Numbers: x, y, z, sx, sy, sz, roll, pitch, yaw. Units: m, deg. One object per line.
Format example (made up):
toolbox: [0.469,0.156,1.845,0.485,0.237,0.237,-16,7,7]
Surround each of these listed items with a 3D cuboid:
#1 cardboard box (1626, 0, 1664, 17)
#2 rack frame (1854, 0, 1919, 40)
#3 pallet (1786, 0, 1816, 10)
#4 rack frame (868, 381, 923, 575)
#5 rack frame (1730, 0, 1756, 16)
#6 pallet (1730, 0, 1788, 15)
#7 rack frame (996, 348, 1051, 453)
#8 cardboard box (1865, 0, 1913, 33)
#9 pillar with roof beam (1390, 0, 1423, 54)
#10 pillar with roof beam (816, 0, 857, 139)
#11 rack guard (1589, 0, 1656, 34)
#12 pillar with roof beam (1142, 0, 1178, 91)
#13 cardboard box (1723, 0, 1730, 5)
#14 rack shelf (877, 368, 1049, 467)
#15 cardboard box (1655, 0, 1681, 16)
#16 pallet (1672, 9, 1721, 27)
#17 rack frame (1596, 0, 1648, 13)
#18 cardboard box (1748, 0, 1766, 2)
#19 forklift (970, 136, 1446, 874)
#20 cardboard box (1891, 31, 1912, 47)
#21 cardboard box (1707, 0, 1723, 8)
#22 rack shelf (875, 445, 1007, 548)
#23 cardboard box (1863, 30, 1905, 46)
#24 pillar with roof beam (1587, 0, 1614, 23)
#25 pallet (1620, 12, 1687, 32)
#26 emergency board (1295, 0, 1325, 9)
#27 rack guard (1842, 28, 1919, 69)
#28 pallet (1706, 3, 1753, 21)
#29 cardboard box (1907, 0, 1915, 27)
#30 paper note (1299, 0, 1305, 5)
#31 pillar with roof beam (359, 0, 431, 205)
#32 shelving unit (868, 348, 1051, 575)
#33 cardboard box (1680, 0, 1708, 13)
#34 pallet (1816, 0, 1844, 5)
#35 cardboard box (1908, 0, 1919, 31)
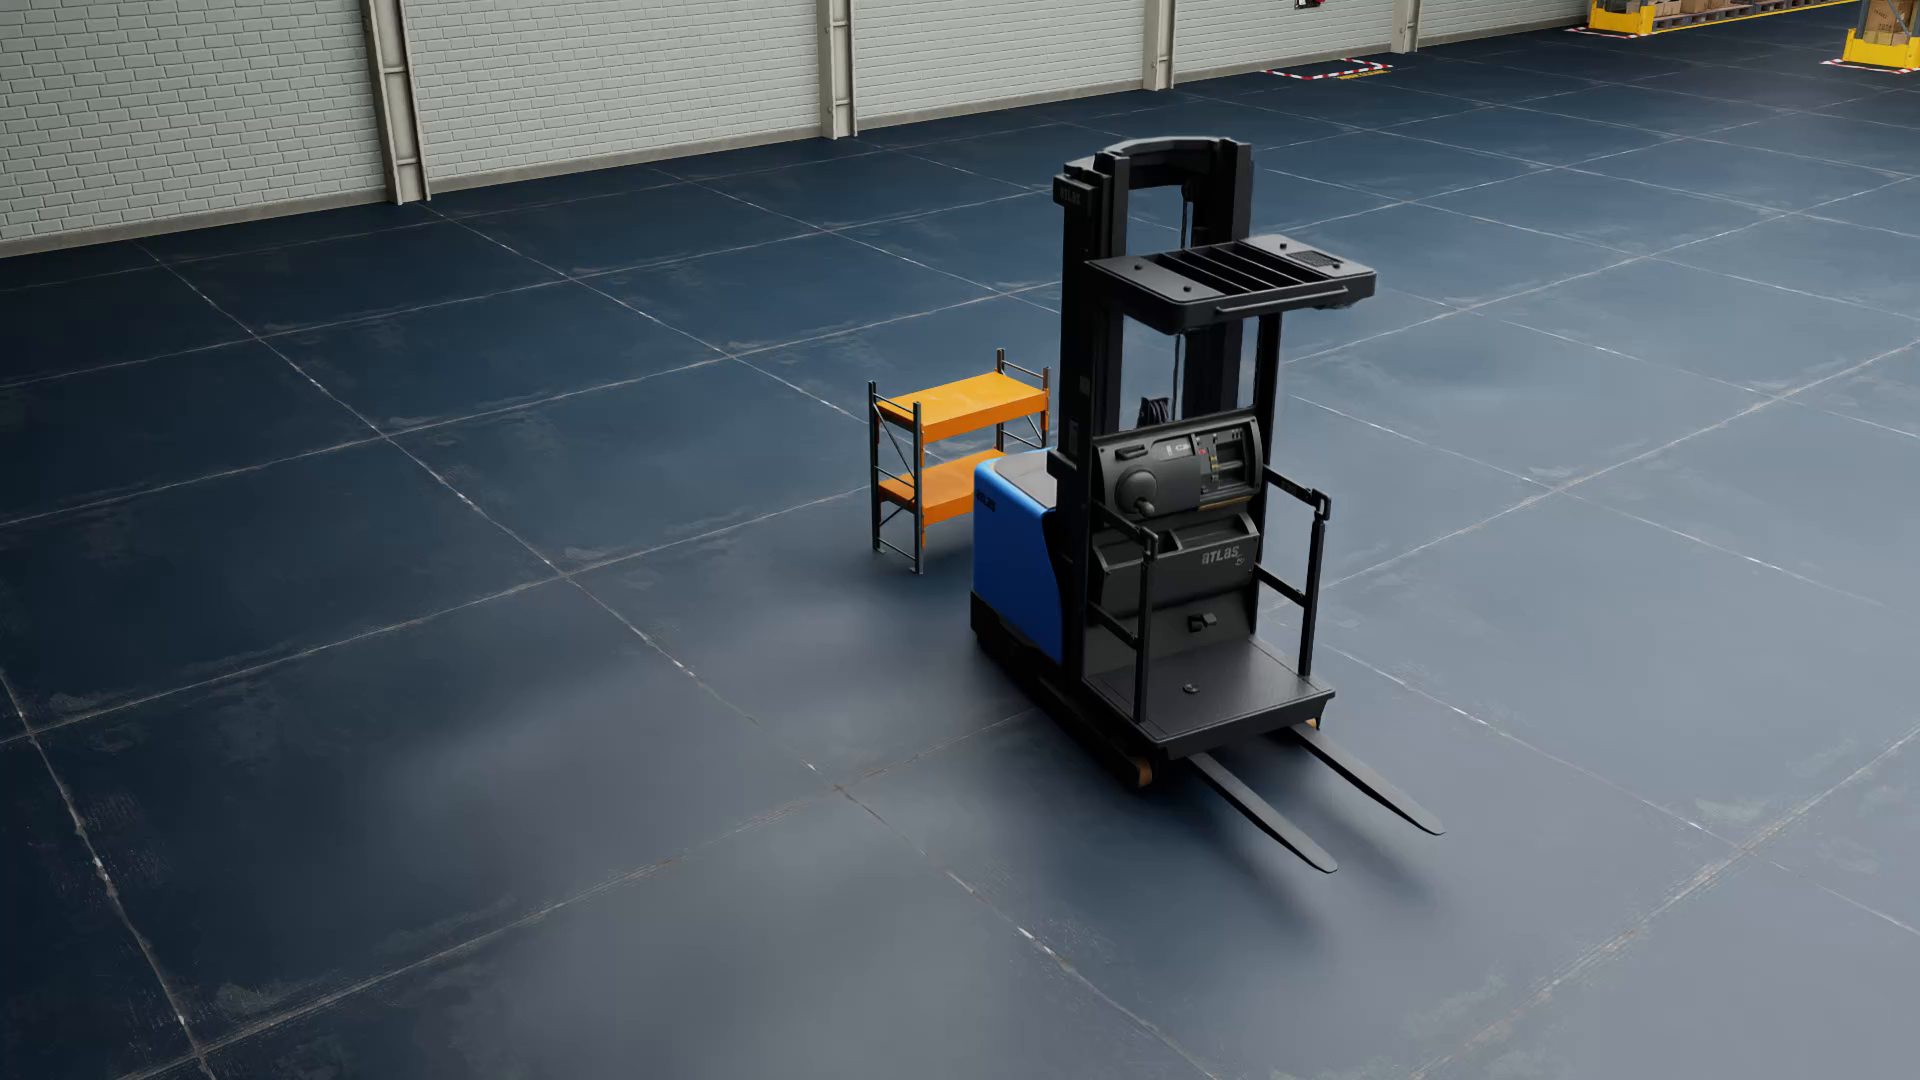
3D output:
cardboard box: [13.107,-10.188,31.810,0.500,0.311,0.500,-23,33,-40]
rack frame: [15.567,-9.418,27.480,0.127,3.000,1.000,-18,31,-34]
pallet: [17.227,-11.354,34.963,1.213,0.211,1.003,-18,31,-34]
rack frame: [-0.395,-0.380,10.232,0.032,1.125,0.500,-18,31,-34]
rack frame: [15.655,-12.097,33.252,0.127,3.000,1.000,-18,31,-34]
pallet: [16.267,-11.035,34.276,1.213,0.211,1.003,-18,31,-34]
rack frame: [0.405,-0.644,10.802,0.032,1.125,0.500,-18,31,-34]
cardboard box: [15.805,-8.939,28.325,0.500,0.500,0.500,-18,31,-34]
pillar with roof beam: [10.459,-11.263,24.329,0.400,9.000,9.100,-18,31,-34]
pillar with roof beam: [1.016,-8.146,17.612,0.400,9.000,9.100,-18,31,-34]
rack guard: [12.567,-9.944,31.582,0.348,0.500,1.175,-18,31,-34]
pillar with roof beam: [5.738,-9.704,20.970,0.400,9.000,9.100,-18,31,-34]
cardboard box: [15.252,-10.862,33.435,0.380,0.166,0.250,22,33,39]
rack shelf: [0.005,-0.777,10.394,1.000,0.278,0.538,-18,31,-34]
cardboard box: [13.556,-10.336,32.129,0.500,0.311,0.500,-15,29,-30]
pallet: [14.187,-10.327,32.752,1.213,0.211,1.003,-18,31,-34]
rack frame: [12.507,-11.058,31.013,0.127,3.000,1.000,-18,31,-34]
cardboard box: [16.224,-11.359,34.110,0.500,0.500,0.700,-17,30,-32]
forklift: [1.183,-0.329,7.976,1.130,2.935,3.031,-12,28,-25]
cardboard box: [16.126,-8.427,28.111,0.500,0.250,0.500,-18,31,-34]
cardboard box: [14.863,-10.880,33.076,0.500,0.500,0.500,-21,32,-38]
rack shelf: [0.005,-0.290,10.620,1.000,0.278,0.538,-18,31,-34]
cardboard box: [15.807,-8.598,28.481,0.500,0.250,0.500,-18,31,-34]
pillar with roof beam: [15.181,-12.821,27.687,0.400,9.000,9.100,-18,31,-34]
pallet: [13.228,-10.012,32.072,1.213,0.211,1.003,-18,31,-34]
emergency board: [5.835,-9.338,27.308,0.643,1.169,0.194,-18,31,-34]
rack guard: [15.548,-8.278,27.992,0.348,0.500,1.175,-18,31,-34]
pallet: [15.148,-10.646,33.438,1.213,0.211,1.003,-18,31,-34]
cardboard box: [16.583,-9.204,28.895,0.500,0.500,0.500,-18,31,-34]
paper note: [5.653,-8.916,27.444,0.142,0.148,0.016,-18,31,-34]
pillar with roof beam: [-3.705,-6.587,14.254,0.400,9.000,9.100,-18,31,-34]
shelving unit: [0.005,-0.512,10.517,1.048,1.125,0.538,-18,31,-34]
cardboard box: [14.164,-10.596,32.464,0.500,0.500,0.700,-21,32,-37]
pallet: [18.187,-11.669,35.642,1.213,0.211,1.003,-18,31,-34]
cardboard box: [16.518,-8.897,28.235,0.500,0.500,0.500,-18,31,-34]
